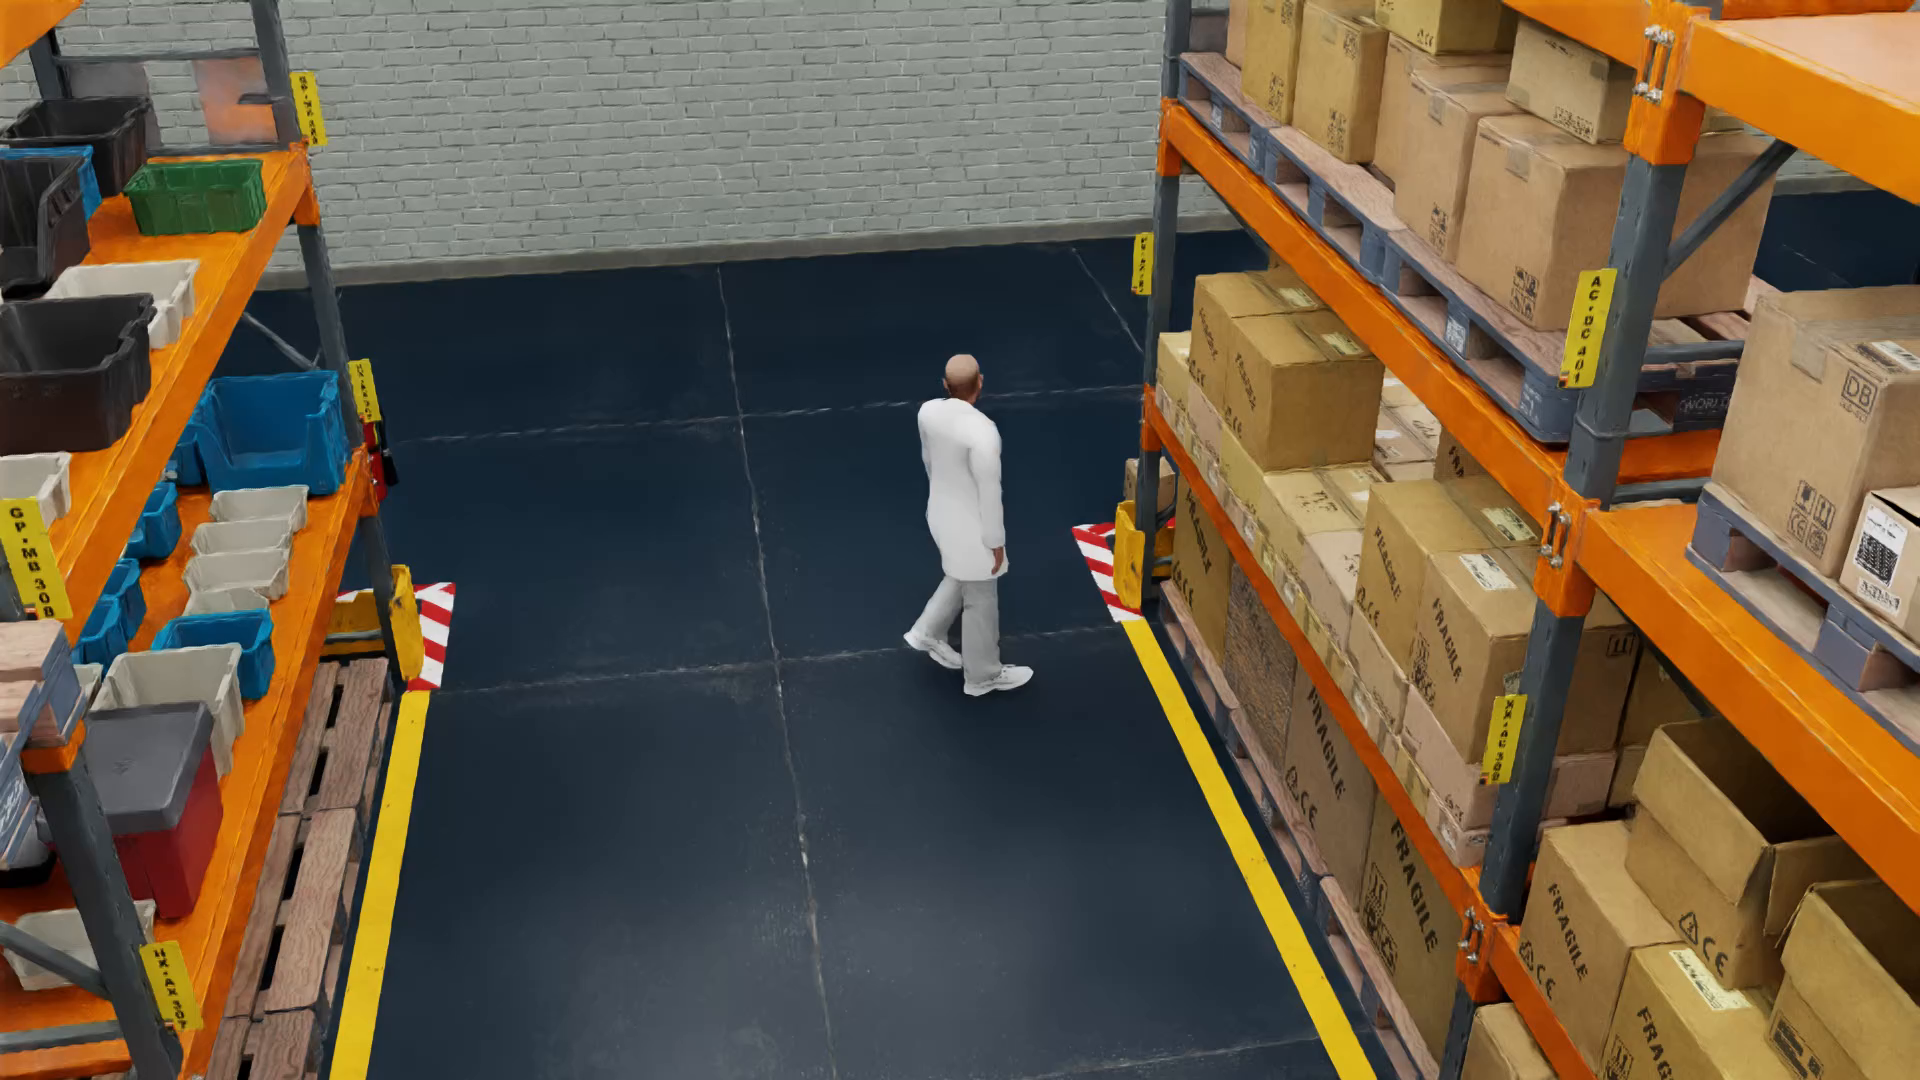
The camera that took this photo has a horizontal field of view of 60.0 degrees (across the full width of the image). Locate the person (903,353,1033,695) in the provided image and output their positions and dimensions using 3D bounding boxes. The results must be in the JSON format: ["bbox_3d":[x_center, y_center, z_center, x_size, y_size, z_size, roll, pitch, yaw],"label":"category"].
[{"bbox_3d":[-0.004,-0.077,8.269,0.555,1.763,0.640,-20,36,-30],"label":"person"}]
